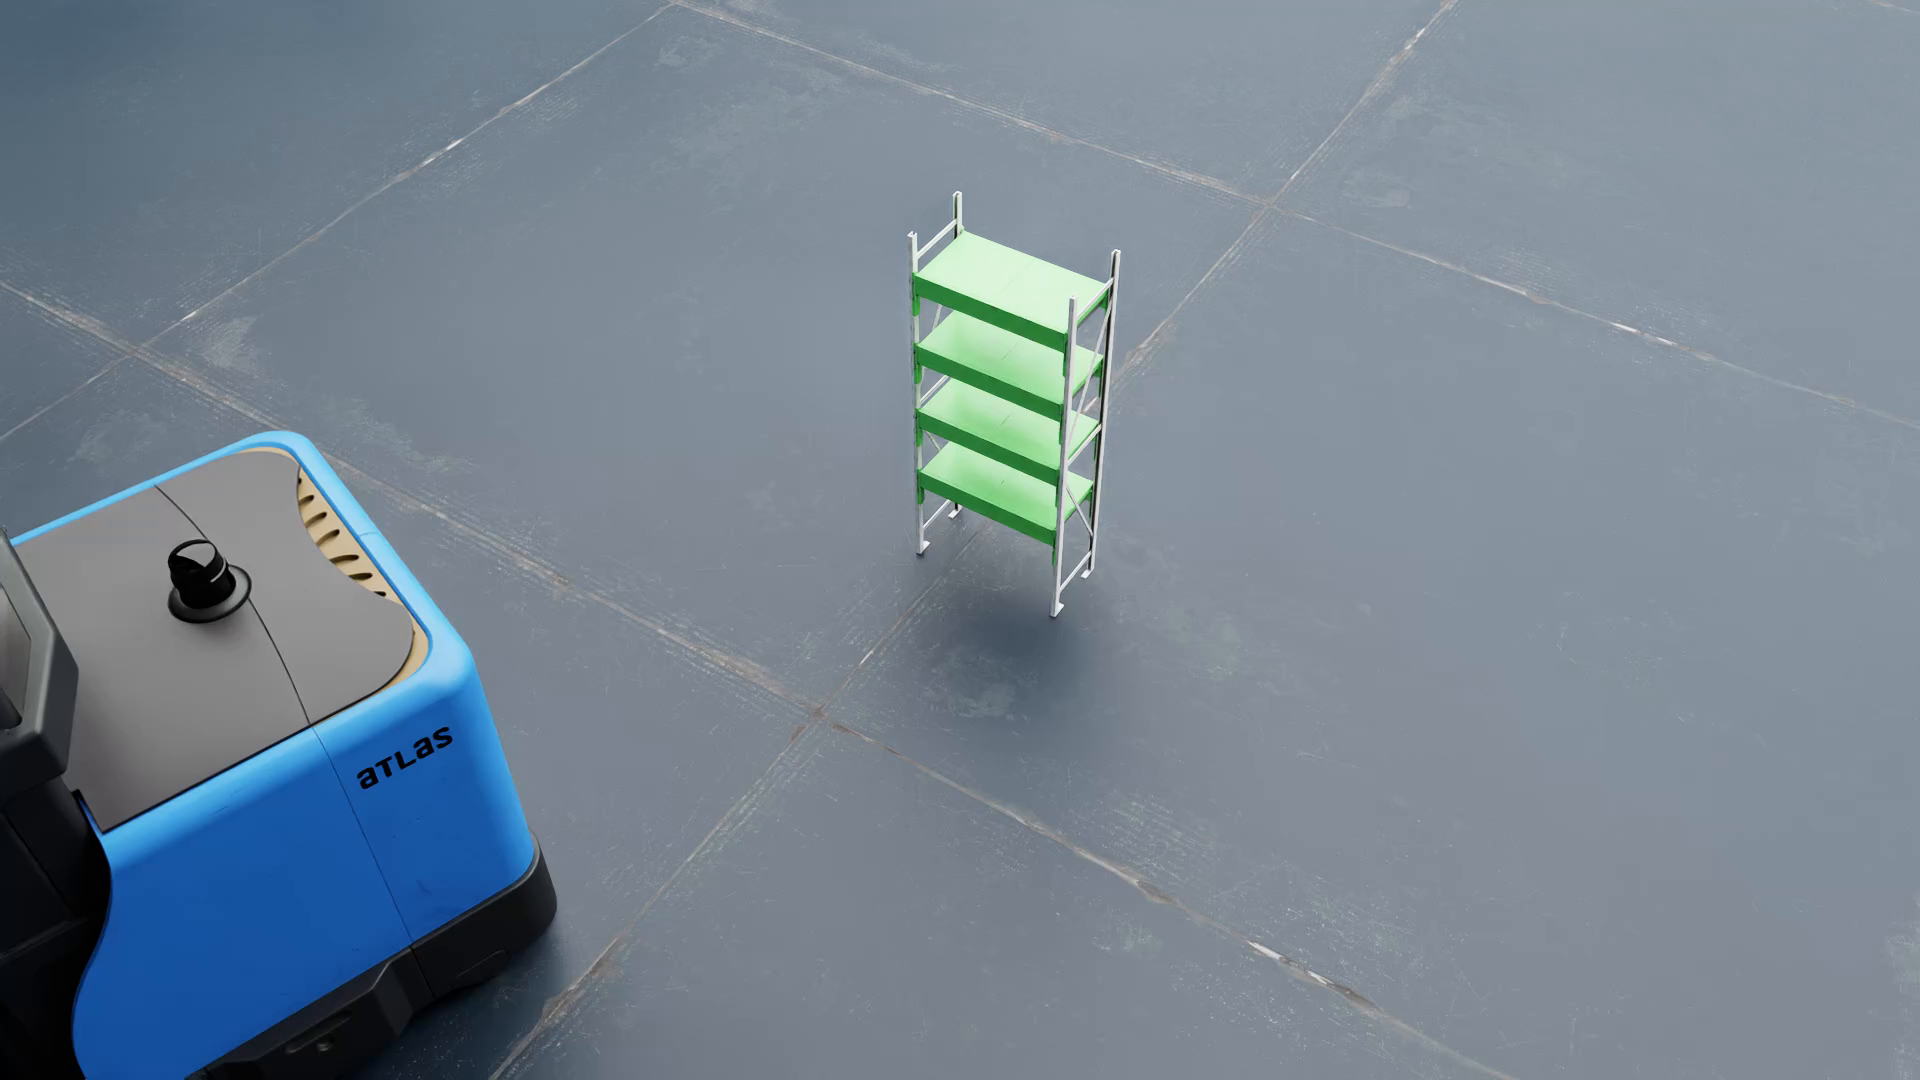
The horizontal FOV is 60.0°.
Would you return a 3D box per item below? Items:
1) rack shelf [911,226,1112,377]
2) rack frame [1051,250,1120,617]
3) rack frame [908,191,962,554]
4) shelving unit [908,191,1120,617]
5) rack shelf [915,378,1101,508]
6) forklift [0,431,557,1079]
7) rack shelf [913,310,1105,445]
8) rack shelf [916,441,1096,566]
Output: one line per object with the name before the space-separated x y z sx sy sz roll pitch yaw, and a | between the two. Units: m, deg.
rack shelf | 0.139 -0.644 4.459 0.480 0.148 0.258 25 51 22
rack frame | 0.345 -0.260 4.666 0.015 1.200 0.240 25 51 22
rack frame | -0.066 -0.449 4.849 0.015 1.200 0.240 25 51 22
shelving unit | 0.139 -0.354 4.757 0.503 1.200 0.258 25 51 22
rack shelf | 0.139 -0.310 4.803 0.480 0.148 0.258 25 51 22
forklift | -2.498 0.361 2.855 3.031 2.935 1.130 -29 53 -26
rack shelf | 0.139 -0.477 4.631 0.480 0.148 0.258 25 51 22
rack shelf | 0.139 -0.142 4.975 0.480 0.148 0.258 25 51 22
